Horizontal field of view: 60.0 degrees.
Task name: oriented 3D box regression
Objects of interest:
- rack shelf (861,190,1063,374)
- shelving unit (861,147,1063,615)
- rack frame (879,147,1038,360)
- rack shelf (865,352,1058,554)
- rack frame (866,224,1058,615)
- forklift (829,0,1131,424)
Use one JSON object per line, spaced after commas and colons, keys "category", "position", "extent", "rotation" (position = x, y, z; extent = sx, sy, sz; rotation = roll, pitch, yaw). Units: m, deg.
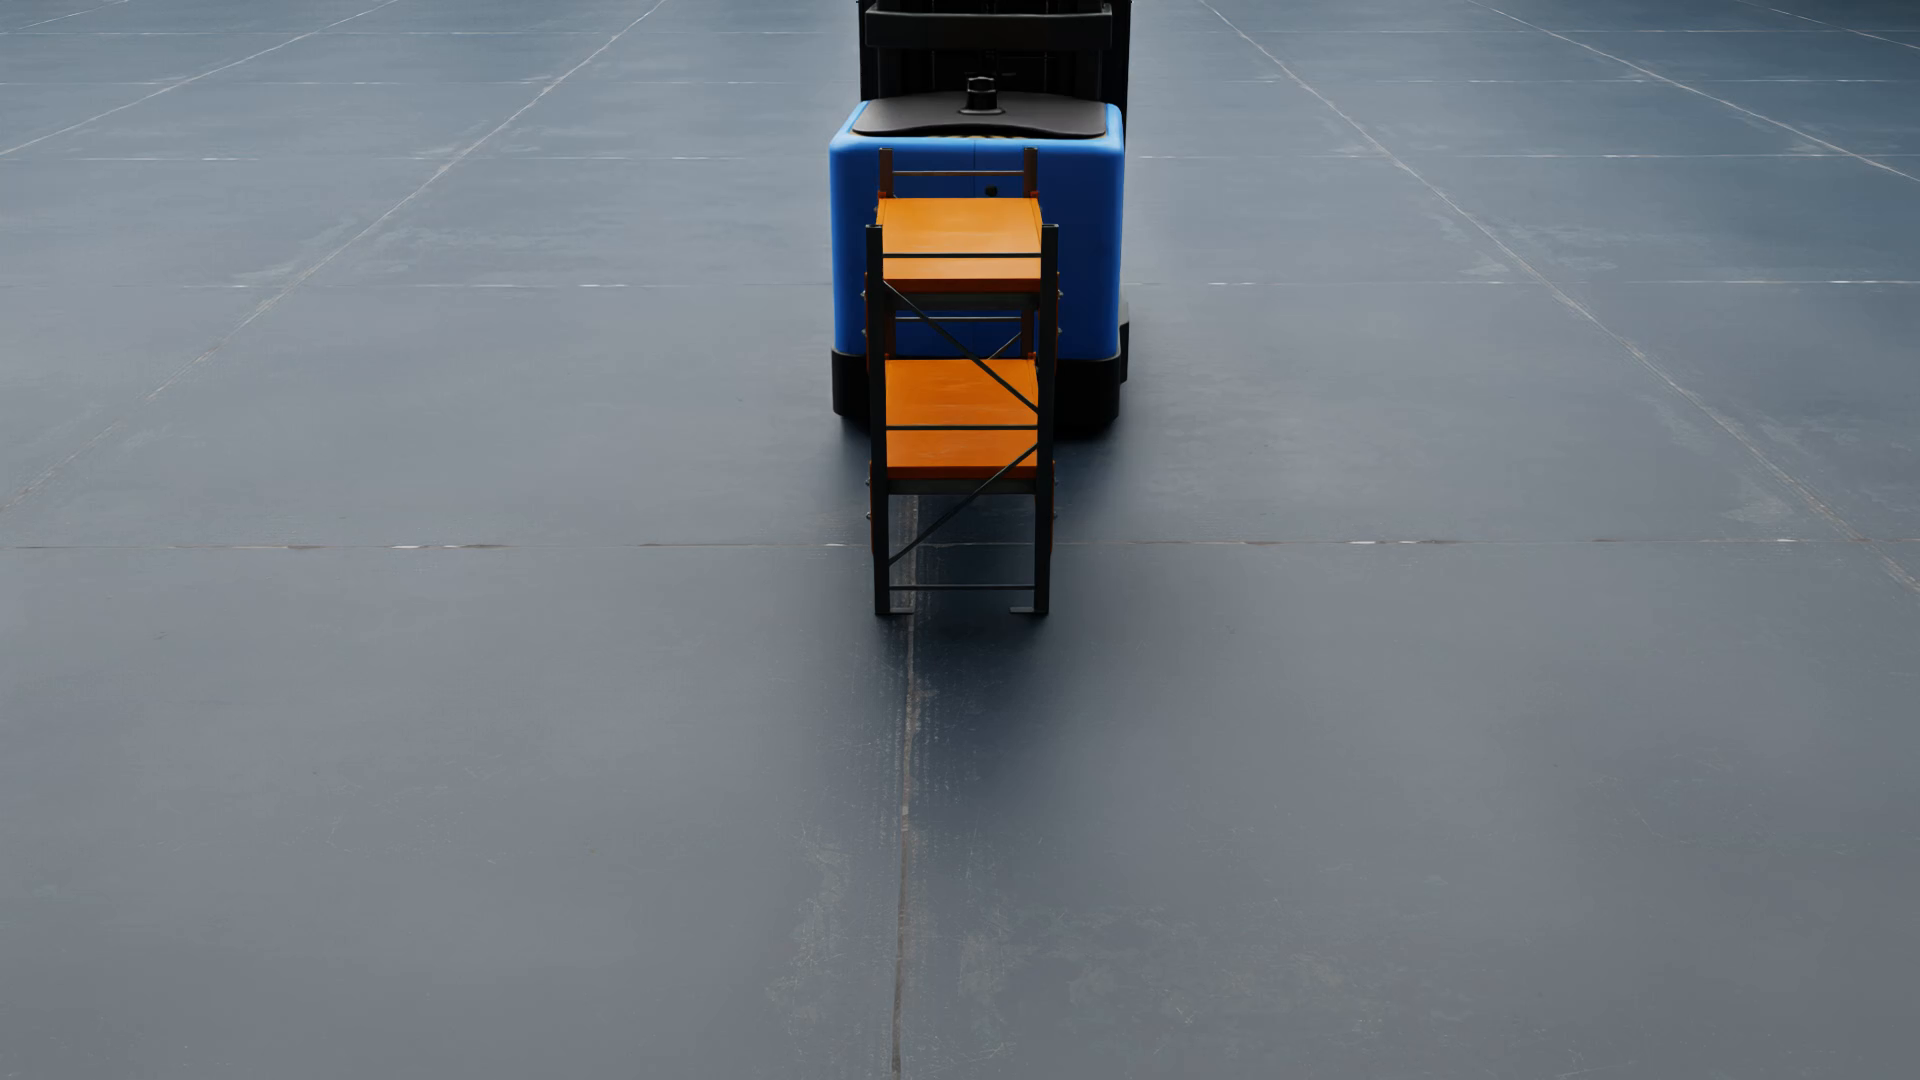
{"category": "rack shelf", "position": [0.000, -0.782, 4.904], "extent": [0.538, 0.278, 1.000], "rotation": [0, 24, -1]}
{"category": "shelving unit", "position": [0.000, -0.515, 5.024], "extent": [0.538, 1.125, 1.048], "rotation": [0, 24, -1]}
{"category": "rack frame", "position": [-0.006, -0.725, 5.487], "extent": [0.500, 1.125, 0.032], "rotation": [0, 24, -1]}
{"category": "rack shelf", "position": [0.000, -0.293, 5.125], "extent": [0.538, 0.278, 1.000], "rotation": [0, 24, -1]}
{"category": "rack frame", "position": [0.005, -0.306, 4.561], "extent": [0.500, 1.125, 0.032], "rotation": [0, 24, -1]}
{"category": "forklift", "position": [0.157, -2.321, 6.826], "extent": [1.130, 2.935, 3.031], "rotation": [2, 24, 4]}
